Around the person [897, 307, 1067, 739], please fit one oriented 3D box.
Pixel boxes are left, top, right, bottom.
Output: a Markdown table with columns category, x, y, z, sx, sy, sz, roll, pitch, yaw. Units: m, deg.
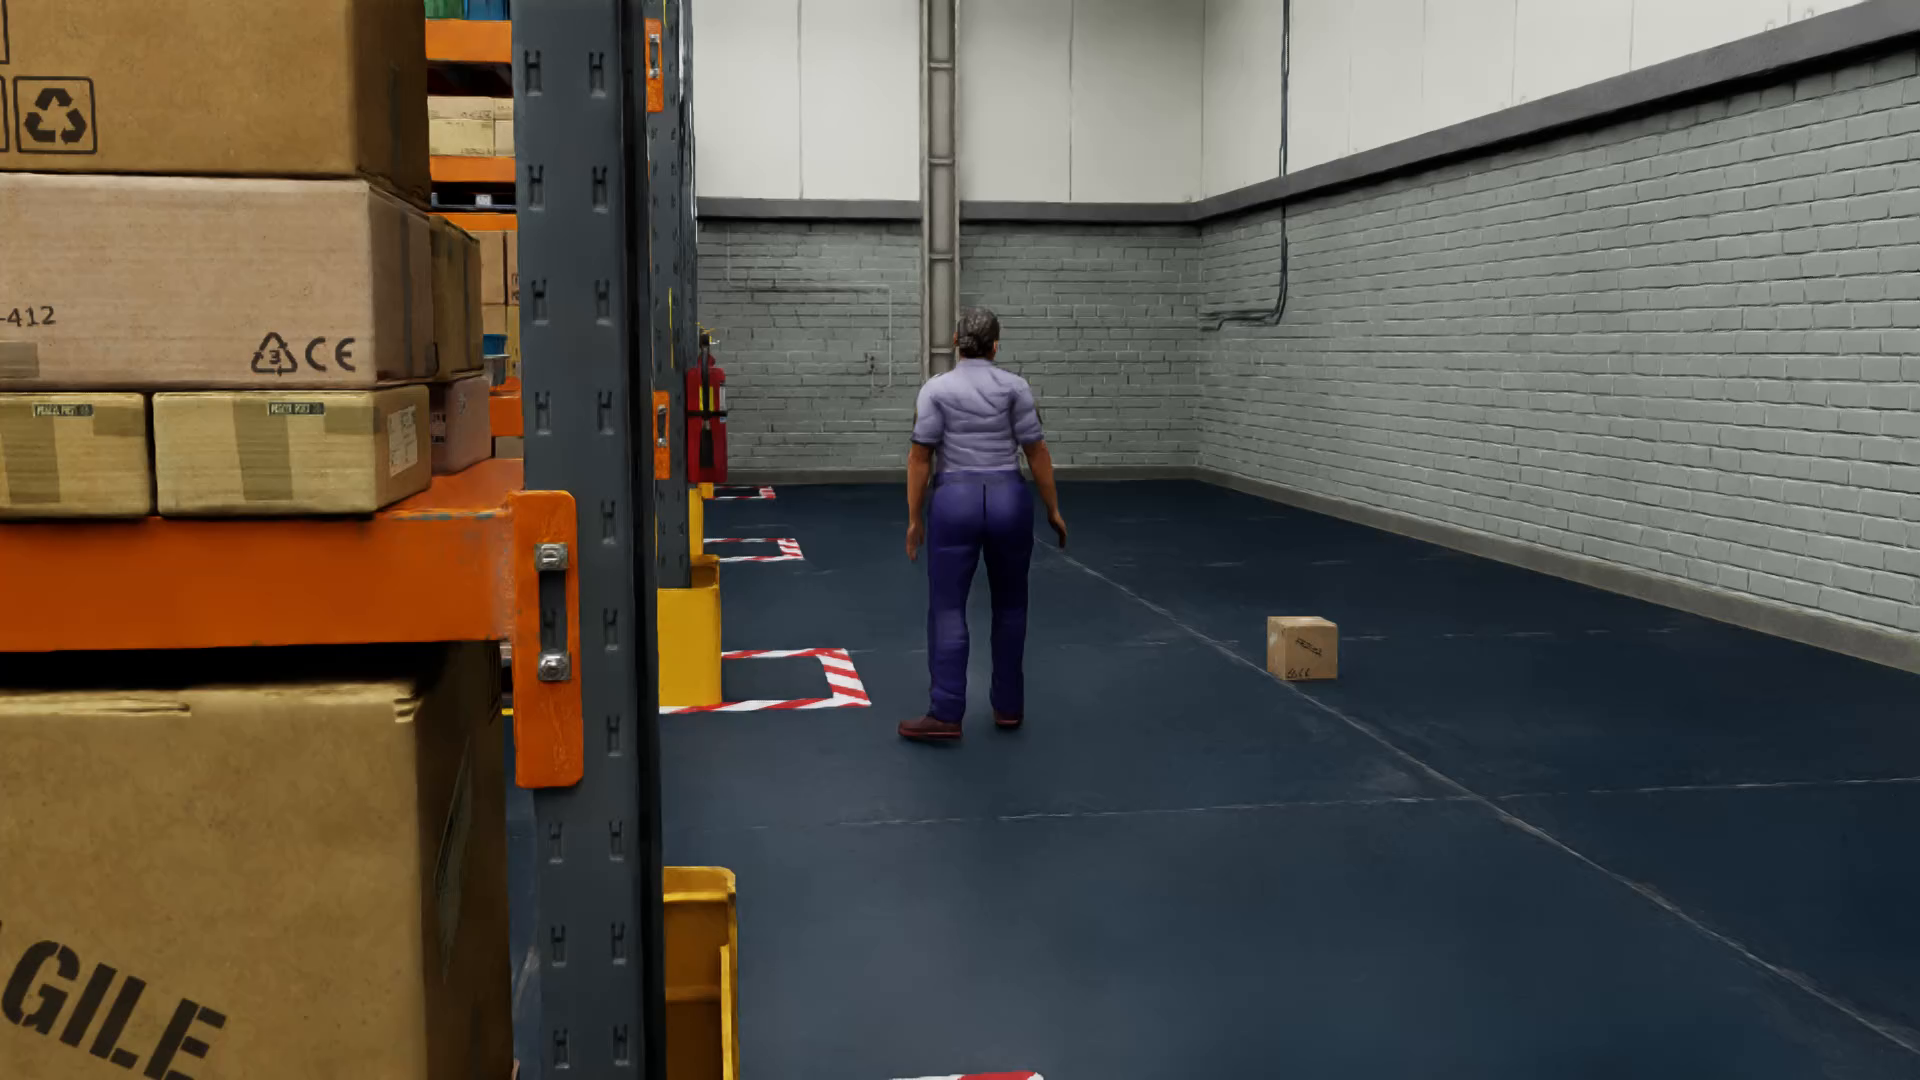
| category | x | y | z | sx | sy | sz | roll | pitch | yaw |
| --- | --- | --- | --- | --- | --- | --- | --- | --- | --- |
| person | 0.081 | -0.078 | 6.456 | 0.671 | 1.636 | 0.571 | -1 | 7 | -6 |
